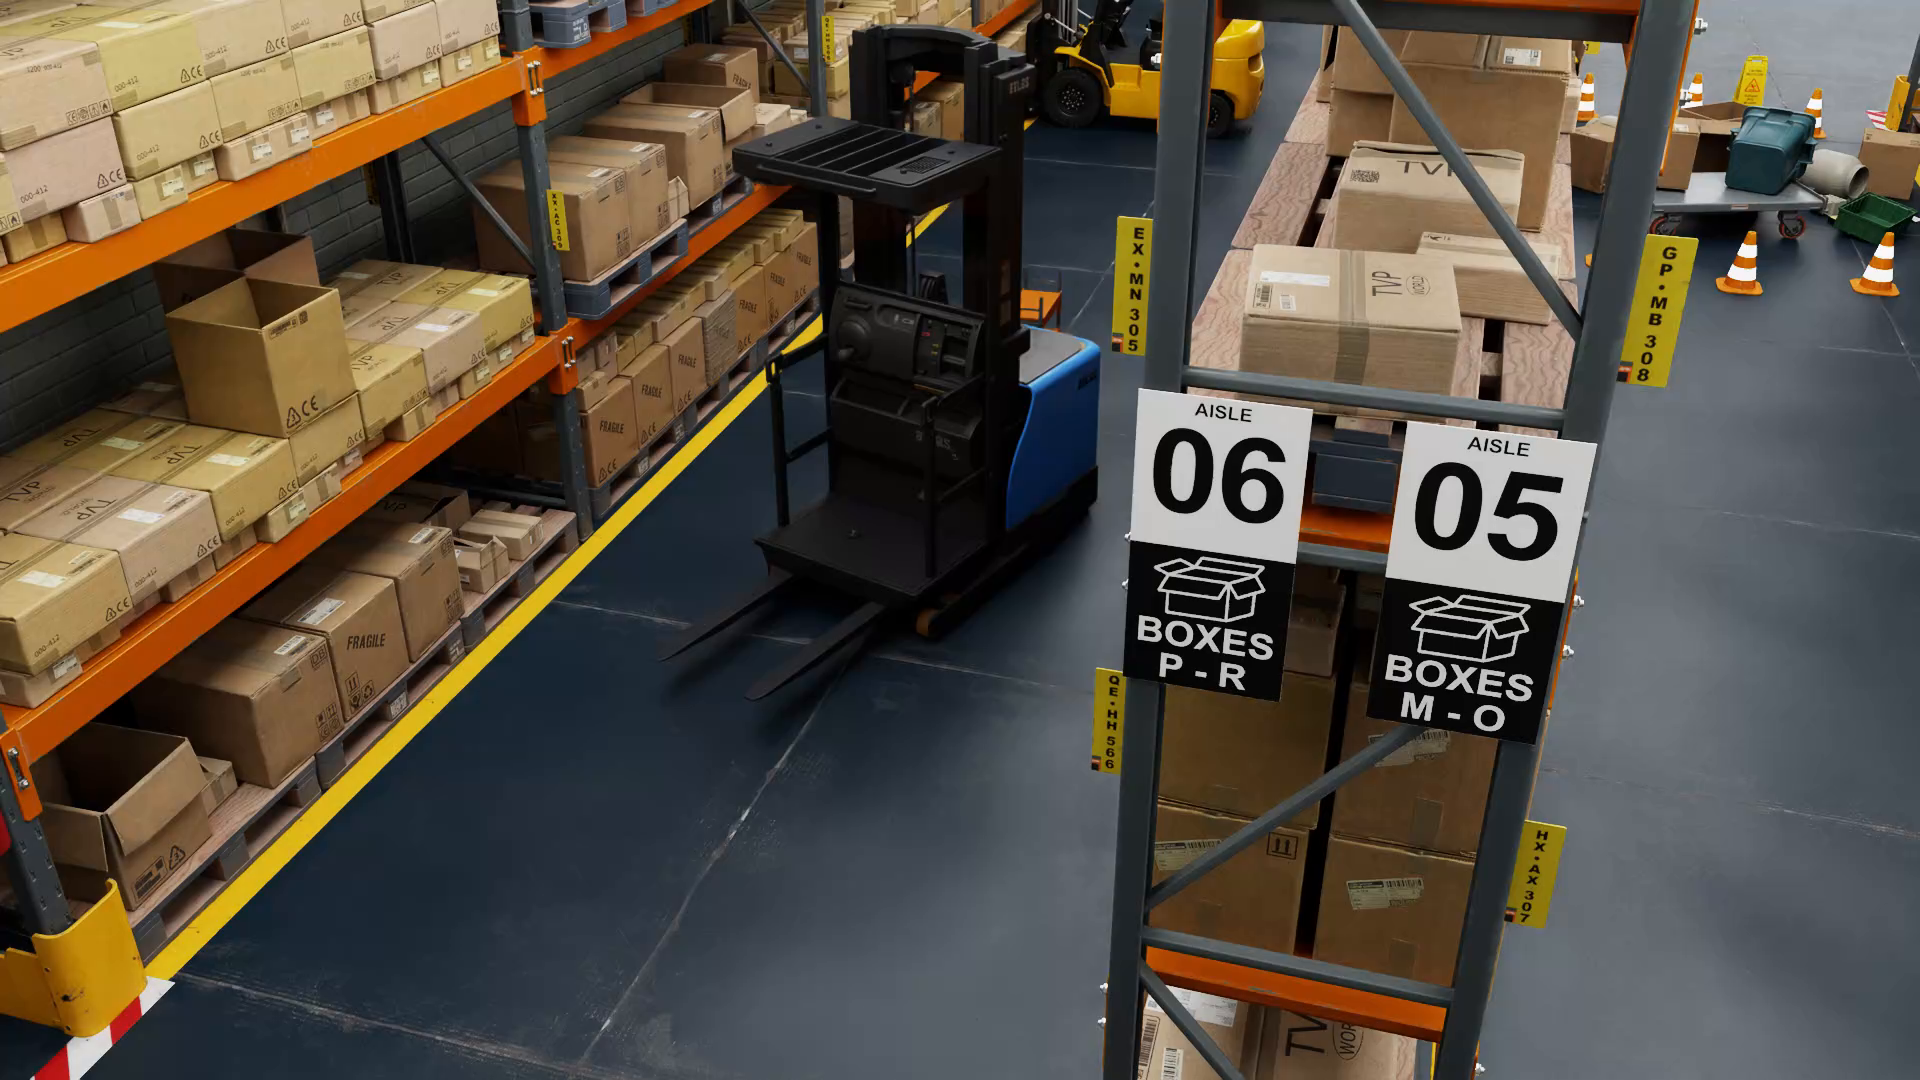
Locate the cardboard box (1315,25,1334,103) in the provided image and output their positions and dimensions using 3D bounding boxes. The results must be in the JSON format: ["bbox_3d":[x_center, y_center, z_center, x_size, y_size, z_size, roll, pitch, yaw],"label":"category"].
[{"bbox_3d":[1.715,-2.024,6.579,0.500,0.500,0.500,9,30,16],"label":"cardboard box"}]

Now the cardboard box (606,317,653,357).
[{"bbox_3d":[-2.159,-1.285,10.447,0.380,0.149,0.250,8,30,14],"label":"cardboard box"}]

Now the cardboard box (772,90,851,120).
[{"bbox_3d":[-1.119,-3.357,12.853,0.500,0.250,0.500,9,30,15],"label":"cardboard box"}]

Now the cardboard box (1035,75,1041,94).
[{"bbox_3d":[0.587,-4.982,18.016,0.500,0.250,0.500,9,30,16],"label":"cardboard box"}]

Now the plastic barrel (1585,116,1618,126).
[{"bbox_3d":[6.452,-3.961,16.434,0.421,0.421,0.512,-17,34,-28],"label":"plastic barrel"}]

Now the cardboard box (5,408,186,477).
[{"bbox_3d":[-3.648,-0.318,7.085,0.500,0.250,0.500,9,30,16],"label":"cardboard box"}]

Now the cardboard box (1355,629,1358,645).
[{"bbox_3d":[1.749,0.239,6.131,0.500,0.500,0.500,10,30,17],"label":"cardboard box"}]

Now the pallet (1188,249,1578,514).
[{"bbox_3d":[1.122,-0.445,4.470,1.003,0.211,1.213,8,30,15],"label":"pallet"}]

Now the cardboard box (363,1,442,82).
[{"bbox_3d":[-2.702,-2.264,7.498,0.500,0.250,0.500,7,30,13],"label":"cardboard box"}]

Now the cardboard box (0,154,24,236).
[{"bbox_3d":[-3.440,-1.076,5.361,0.500,0.250,0.500,8,30,14],"label":"cardboard box"}]

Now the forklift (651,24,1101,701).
[{"bbox_3d":[-0.412,-1.021,8.570,1.130,2.935,3.031,18,34,29],"label":"forklift"}]

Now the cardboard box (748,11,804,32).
[{"bbox_3d":[-1.472,-4.131,13.321,0.380,0.149,0.250,8,30,14],"label":"cardboard box"}]

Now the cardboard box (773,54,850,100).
[{"bbox_3d":[-1.096,-3.572,12.725,0.500,0.250,0.500,8,30,15],"label":"cardboard box"}]

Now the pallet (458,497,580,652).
[{"bbox_3d":[-2.860,0.146,9.271,1.003,0.211,1.213,8,30,15],"label":"pallet"}]

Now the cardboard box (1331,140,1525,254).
[{"bbox_3d":[1.402,-1.014,4.959,0.500,0.311,0.500,9,30,16],"label":"cardboard box"}]

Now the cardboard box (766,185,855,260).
[{"bbox_3d":[-1.287,-2.685,13.501,0.875,0.625,0.625,9,30,16],"label":"cardboard box"}]

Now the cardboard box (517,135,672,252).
[{"bbox_3d":[-2.150,-2.053,9.820,0.700,0.500,0.500,9,30,15],"label":"cardboard box"}]

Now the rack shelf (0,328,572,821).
[{"bbox_3d":[-3.244,-0.148,7.671,1.077,0.370,4.000,8,30,15],"label":"rack shelf"}]

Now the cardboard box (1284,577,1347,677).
[{"bbox_3d":[0.829,0.214,4.481,0.380,0.149,0.250,9,30,16],"label":"cardboard box"}]

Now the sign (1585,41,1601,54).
[{"bbox_3d":[2.620,-2.178,6.882,0.100,0.325,0.005,8,30,15],"label":"sign"}]

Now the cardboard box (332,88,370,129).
[{"bbox_3d":[-2.826,-1.914,7.277,0.380,0.149,0.250,10,30,17],"label":"cardboard box"}]

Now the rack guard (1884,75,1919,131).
[{"bbox_3d":[10.380,-4.522,17.364,1.175,0.500,0.348,8,30,15],"label":"rack guard"}]

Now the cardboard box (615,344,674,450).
[{"bbox_3d":[-2.153,-0.925,10.466,0.500,0.500,0.500,8,30,14],"label":"cardboard box"}]

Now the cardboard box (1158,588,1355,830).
[{"bbox_3d":[0.829,0.435,4.752,0.500,0.500,0.500,9,30,17],"label":"cardboard box"}]

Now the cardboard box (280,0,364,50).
[{"bbox_3d":[-2.873,-2.246,6.950,0.500,0.250,0.500,9,30,16],"label":"cardboard box"}]

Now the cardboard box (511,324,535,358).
[{"bbox_3d":[-2.510,-1.098,8.897,0.380,0.149,0.250,9,30,16],"label":"cardboard box"}]

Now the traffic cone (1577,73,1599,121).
[{"bbox_3d":[6.718,-4.770,17.848,0.336,0.463,0.334,8,30,15],"label":"traffic cone"}]

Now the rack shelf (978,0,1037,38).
[{"bbox_3d":[0.278,-5.725,17.696,1.077,0.370,4.000,8,30,15],"label":"rack shelf"}]

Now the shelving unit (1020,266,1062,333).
[{"bbox_3d":[0.445,-1.044,10.393,0.258,1.200,0.503,8,30,14],"label":"shelving unit"}]

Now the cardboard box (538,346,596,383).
[{"bbox_3d":[-2.356,-1.034,9.690,0.380,0.149,0.250,8,30,14],"label":"cardboard box"}]

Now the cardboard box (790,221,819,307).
[{"bbox_3d":[-1.402,-2.115,12.606,0.500,0.500,0.500,9,30,16],"label":"cardboard box"}]

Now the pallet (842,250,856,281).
[{"bbox_3d":[-1.204,-2.409,13.864,1.003,0.211,1.213,8,30,15],"label":"pallet"}]

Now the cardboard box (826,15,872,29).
[{"bbox_3d":[-0.916,-4.055,13.183,0.380,0.149,0.250,9,30,15],"label":"cardboard box"}]

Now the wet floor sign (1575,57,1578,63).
[{"bbox_3d":[6.690,-5.169,18.378,0.267,0.644,0.232,20,35,32],"label":"wet floor sign"}]

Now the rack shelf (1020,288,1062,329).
[{"bbox_3d":[0.445,-1.388,10.202,0.258,0.148,0.480,8,30,14],"label":"rack shelf"}]

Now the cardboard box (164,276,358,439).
[{"bbox_3d":[-3.001,-0.795,7.170,0.500,0.500,0.500,9,30,16],"label":"cardboard box"}]

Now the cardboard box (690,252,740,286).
[{"bbox_3d":[-1.750,-1.880,11.517,0.380,0.149,0.250,8,30,14],"label":"cardboard box"}]

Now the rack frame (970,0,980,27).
[{"bbox_3d":[-0.309,-5.110,15.850,1.000,3.000,0.127,8,30,15],"label":"rack frame"}]

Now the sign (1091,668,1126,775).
[{"bbox_3d":[0.400,0.480,4.367,0.100,0.325,0.005,8,30,15],"label":"sign"}]

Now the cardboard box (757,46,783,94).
[{"bbox_3d":[-1.617,-3.652,12.870,0.500,0.250,0.500,9,30,16],"label":"cardboard box"}]

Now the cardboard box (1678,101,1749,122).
[{"bbox_3d":[7.516,-3.994,16.412,0.797,0.503,0.637,-12,31,-20],"label":"cardboard box"}]

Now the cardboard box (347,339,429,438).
[{"bbox_3d":[-2.866,-0.720,7.808,0.500,0.250,0.500,8,30,15],"label":"cardboard box"}]

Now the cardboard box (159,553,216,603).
[{"bbox_3d":[-3.266,0.102,6.739,0.380,0.149,0.250,9,30,16],"label":"cardboard box"}]

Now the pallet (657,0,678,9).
[{"bbox_3d":[-2.097,-3.396,9.877,1.213,0.211,1.003,8,30,15],"label":"pallet"}]

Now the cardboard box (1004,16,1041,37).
[{"bbox_3d":[0.589,-5.421,17.777,0.500,0.250,0.500,8,30,14],"label":"cardboard box"}]

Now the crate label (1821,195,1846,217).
[{"bbox_3d":[7.863,-3.032,15.060,0.298,0.136,0.250,-12,31,-20],"label":"crate label"}]

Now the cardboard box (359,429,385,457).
[{"bbox_3d":[-2.952,-0.505,7.831,0.380,0.149,0.250,9,30,16],"label":"cardboard box"}]

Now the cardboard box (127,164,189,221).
[{"bbox_3d":[-3.131,-1.315,6.202,0.380,0.149,0.250,8,30,15],"label":"cardboard box"}]

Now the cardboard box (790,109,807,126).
[{"bbox_3d":[-1.309,-2.965,11.820,0.380,0.149,0.250,9,30,16],"label":"cardboard box"}]

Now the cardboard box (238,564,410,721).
[{"bbox_3d":[-3.023,0.482,7.938,0.500,0.500,0.500,9,30,16],"label":"cardboard box"}]

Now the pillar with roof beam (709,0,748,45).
[{"bbox_3d":[2.153,-5.993,11.266,9.100,9.000,0.400,8,30,15],"label":"pillar with roof beam"}]
